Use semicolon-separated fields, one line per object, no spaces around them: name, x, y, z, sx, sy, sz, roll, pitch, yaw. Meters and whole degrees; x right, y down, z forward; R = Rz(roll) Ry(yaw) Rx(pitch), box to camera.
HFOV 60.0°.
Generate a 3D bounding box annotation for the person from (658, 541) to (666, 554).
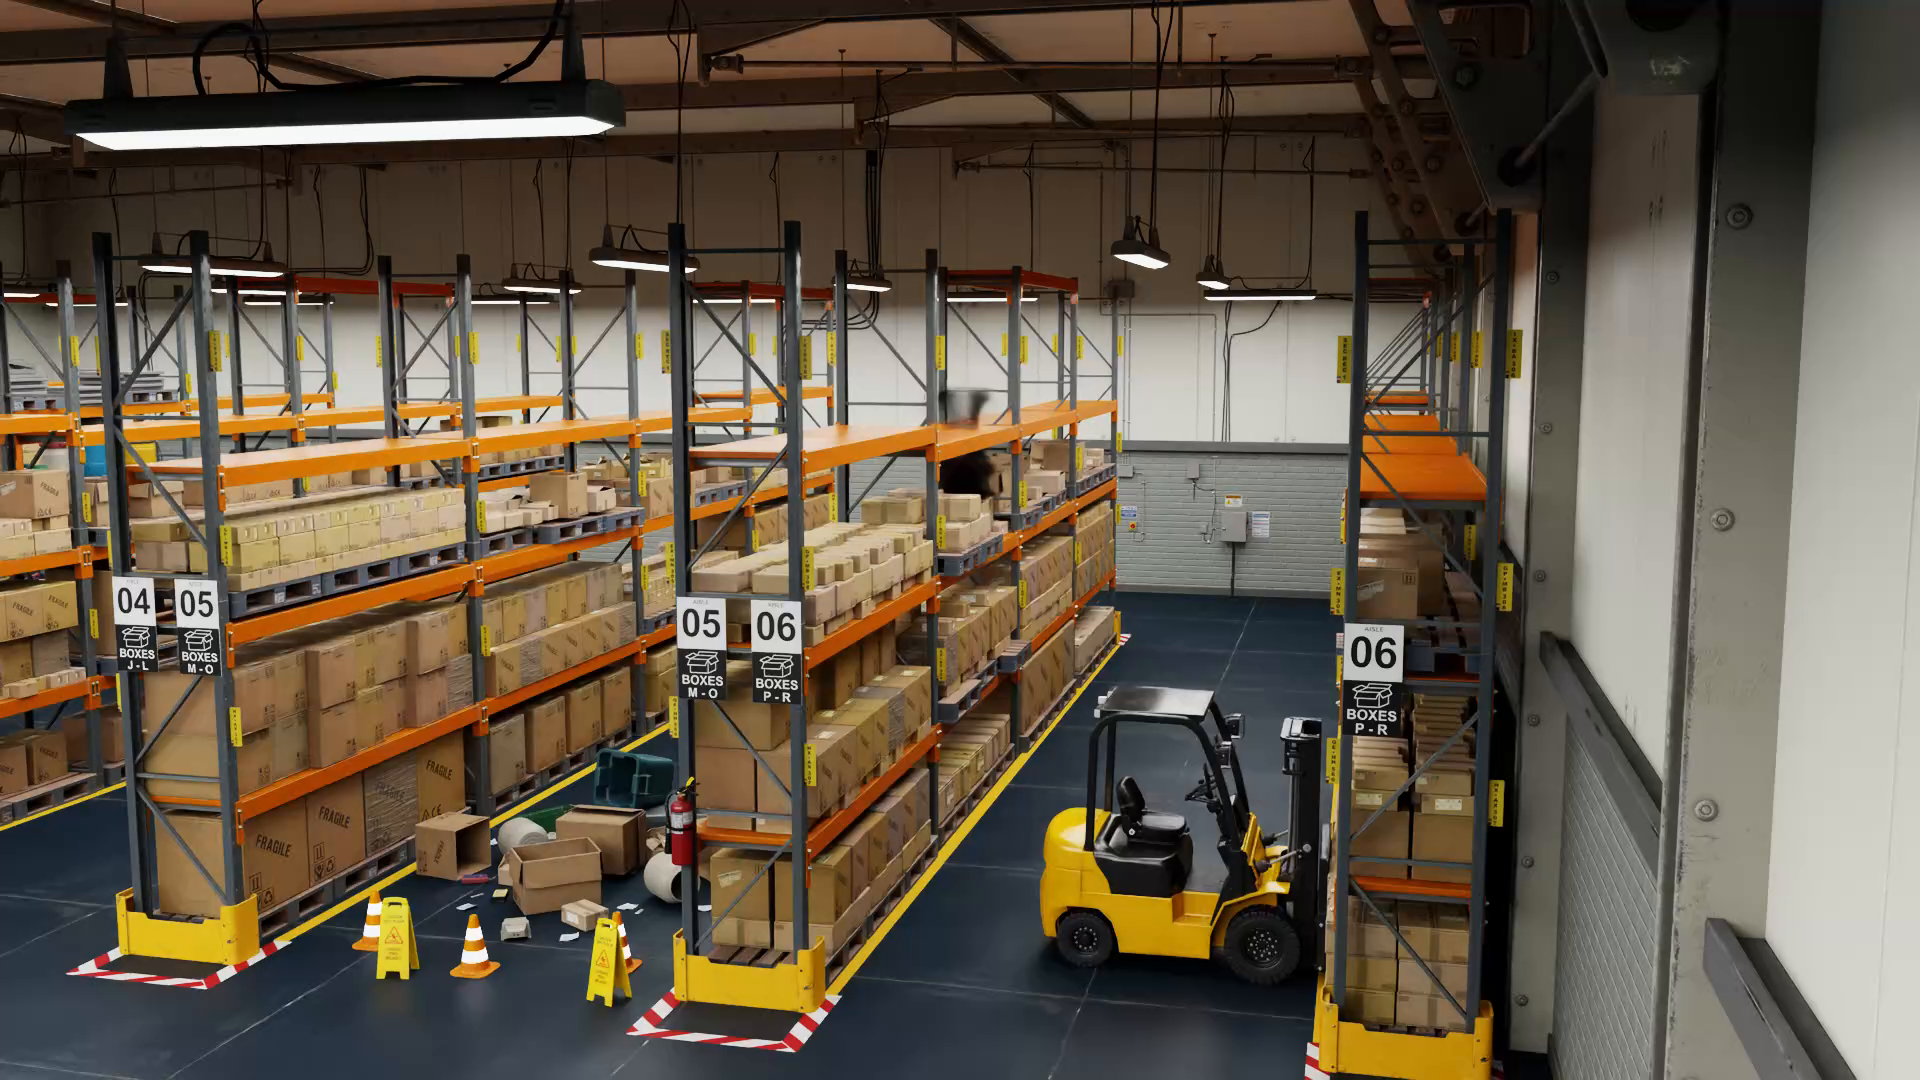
person;-4.894;0.933;27.490;0.692;1.847;0.866;2;7;12
